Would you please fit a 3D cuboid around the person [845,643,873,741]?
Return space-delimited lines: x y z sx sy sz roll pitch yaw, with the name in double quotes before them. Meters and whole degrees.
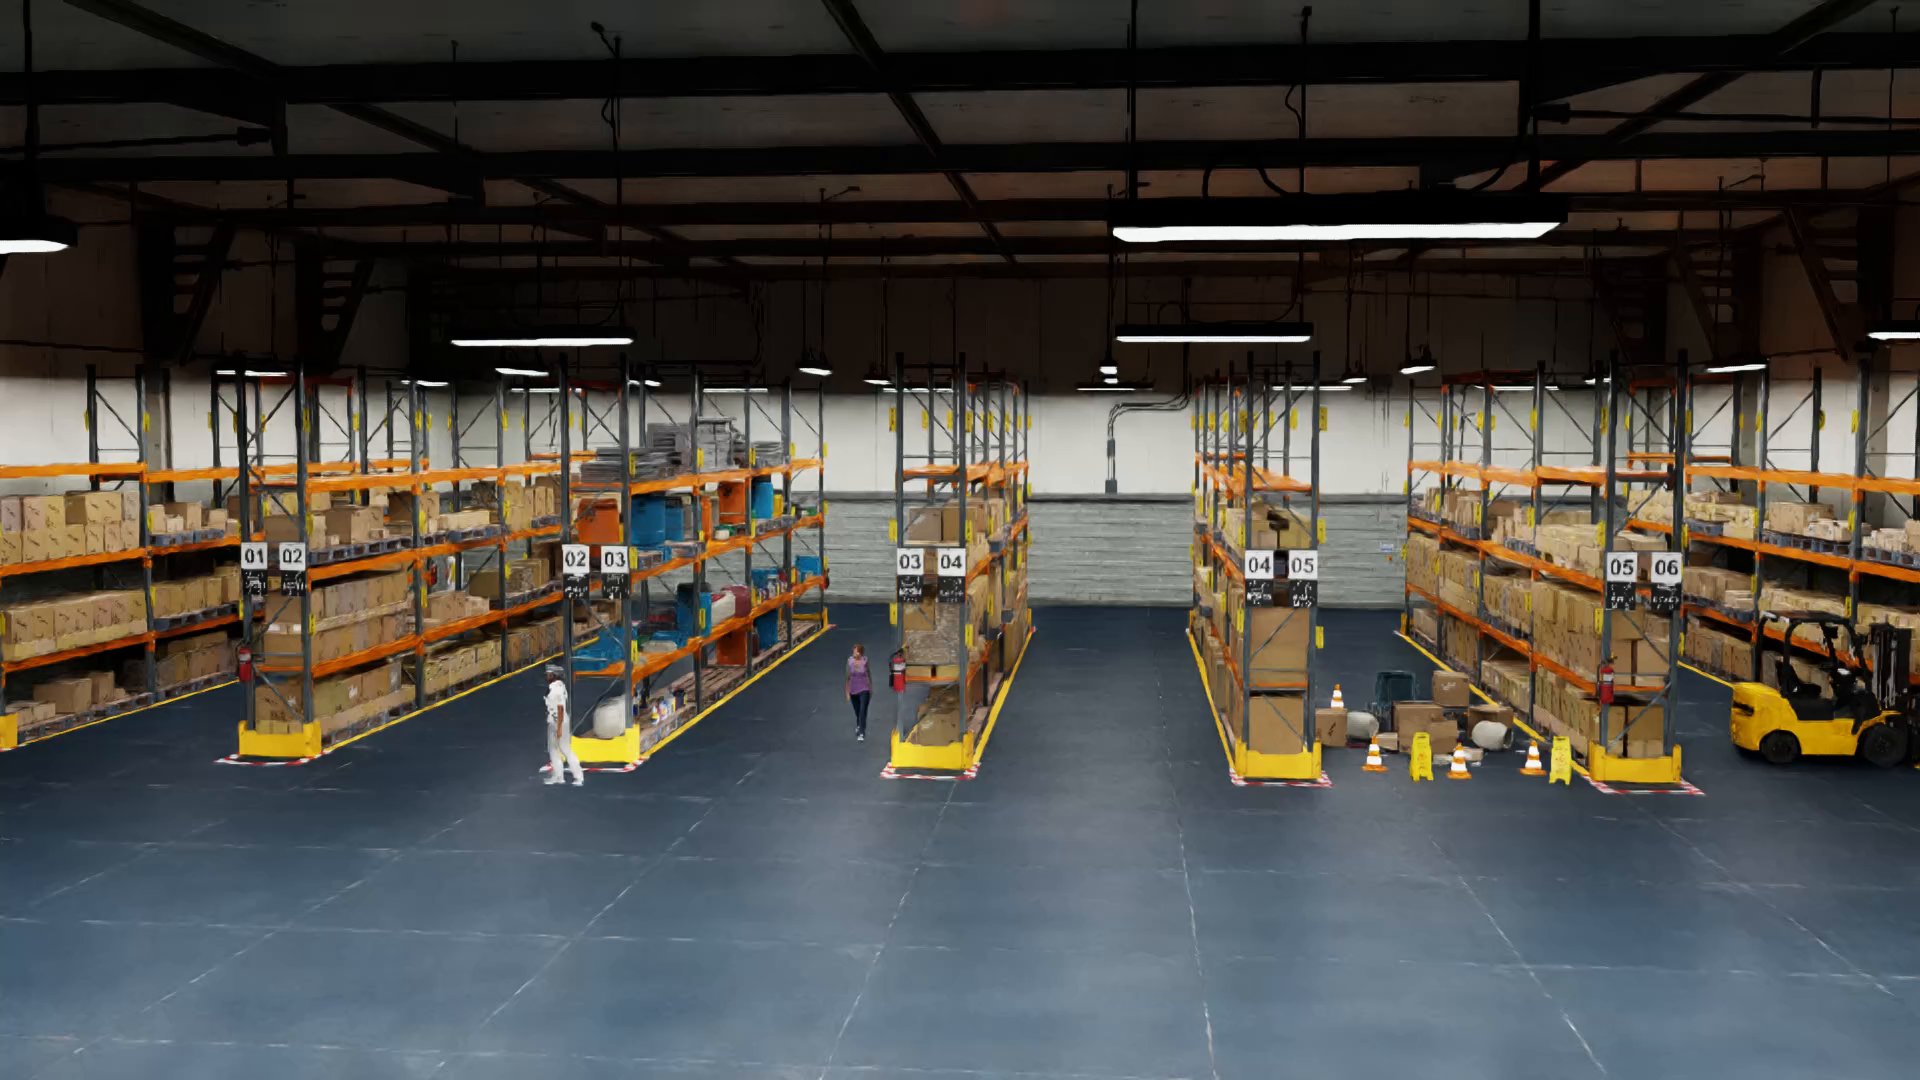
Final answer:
"person" -1.606 2.367 26.229 0.417 1.517 1.036 1 4 8

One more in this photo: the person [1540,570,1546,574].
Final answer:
"person" 12.702 1.516 36.492 0.585 1.763 0.682 2 5 31

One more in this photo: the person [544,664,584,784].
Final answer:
"person" -5.490 2.548 22.995 0.523 1.666 0.570 -2 4 -21

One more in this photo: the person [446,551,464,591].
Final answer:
"person" -13.179 1.034 43.173 0.460 1.780 0.704 3 5 37
